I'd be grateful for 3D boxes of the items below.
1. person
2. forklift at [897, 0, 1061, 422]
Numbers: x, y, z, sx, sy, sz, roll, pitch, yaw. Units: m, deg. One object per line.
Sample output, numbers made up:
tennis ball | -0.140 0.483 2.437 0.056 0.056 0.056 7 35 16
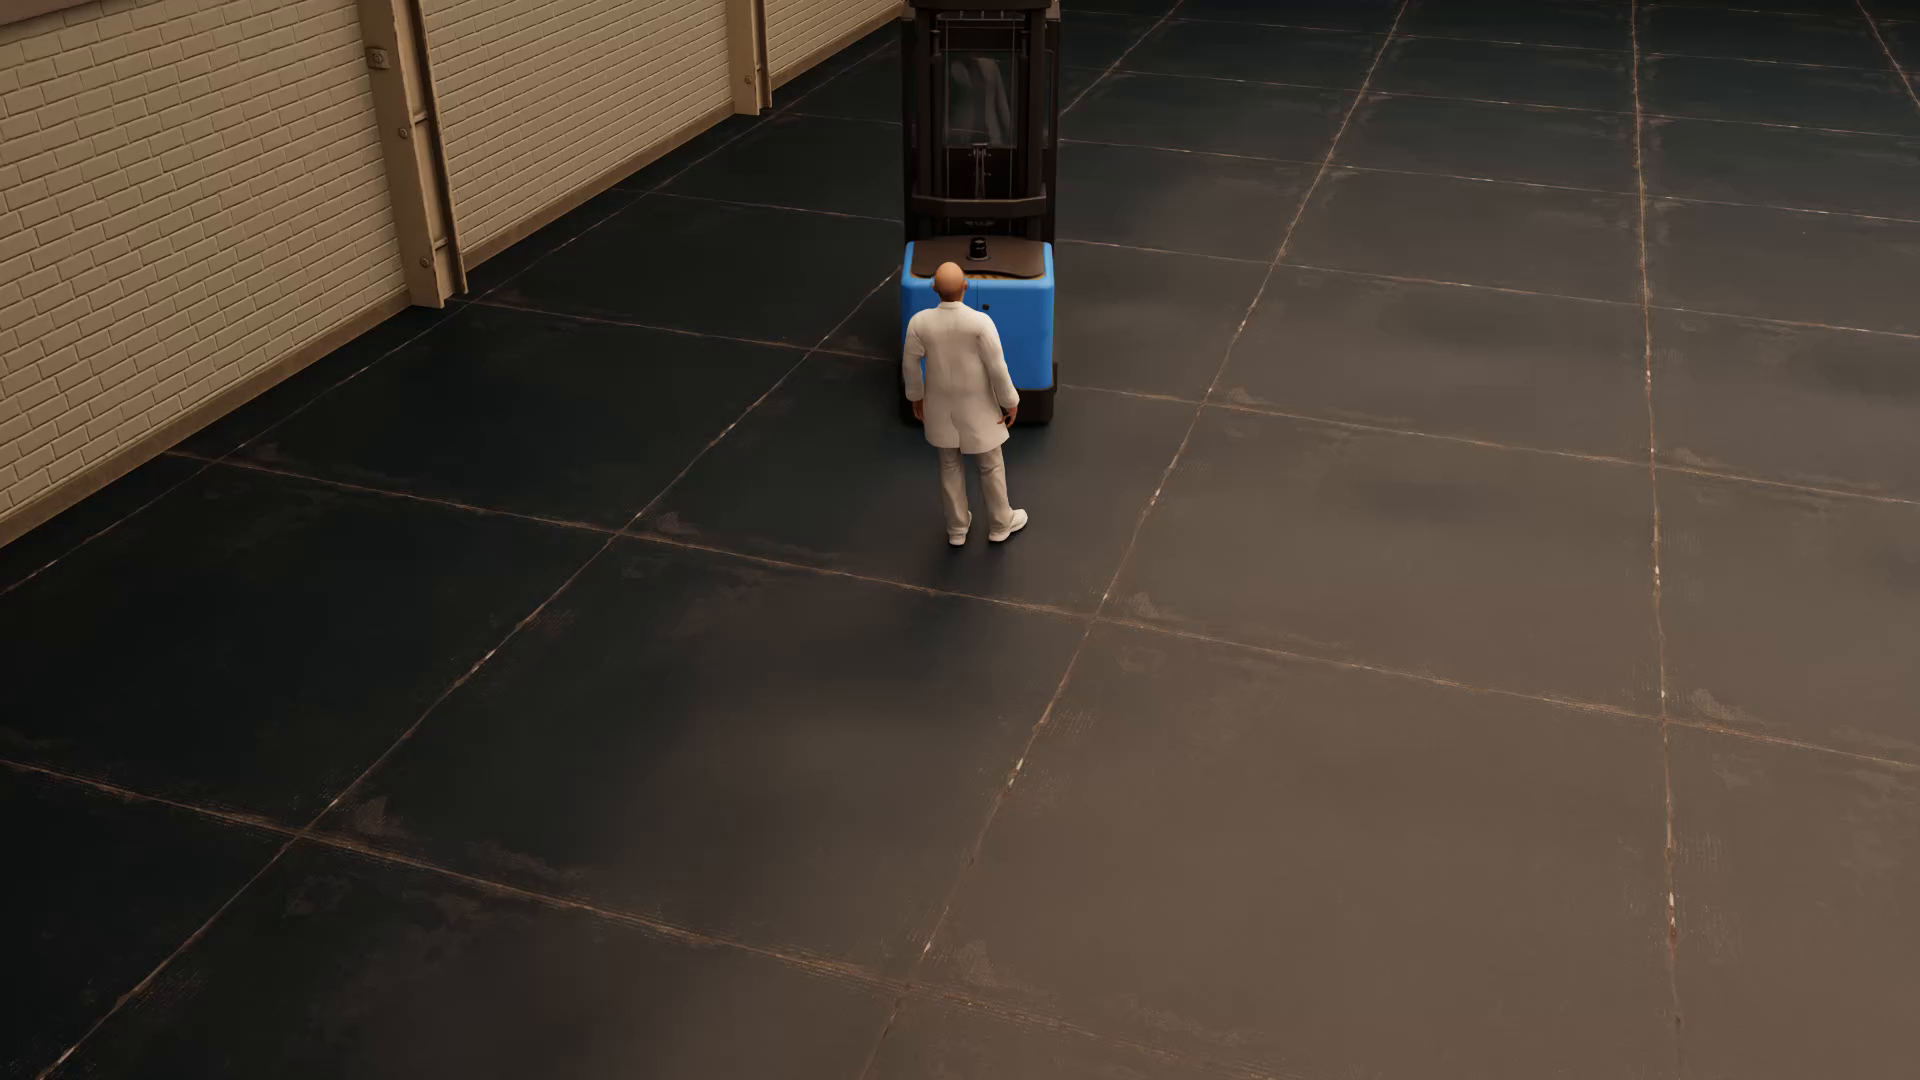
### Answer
person | 0.034 -0.820 9.725 0.694 1.776 0.581 10 31 16
forklift | 0.147 -2.771 11.998 1.130 2.935 3.031 1 30 1
